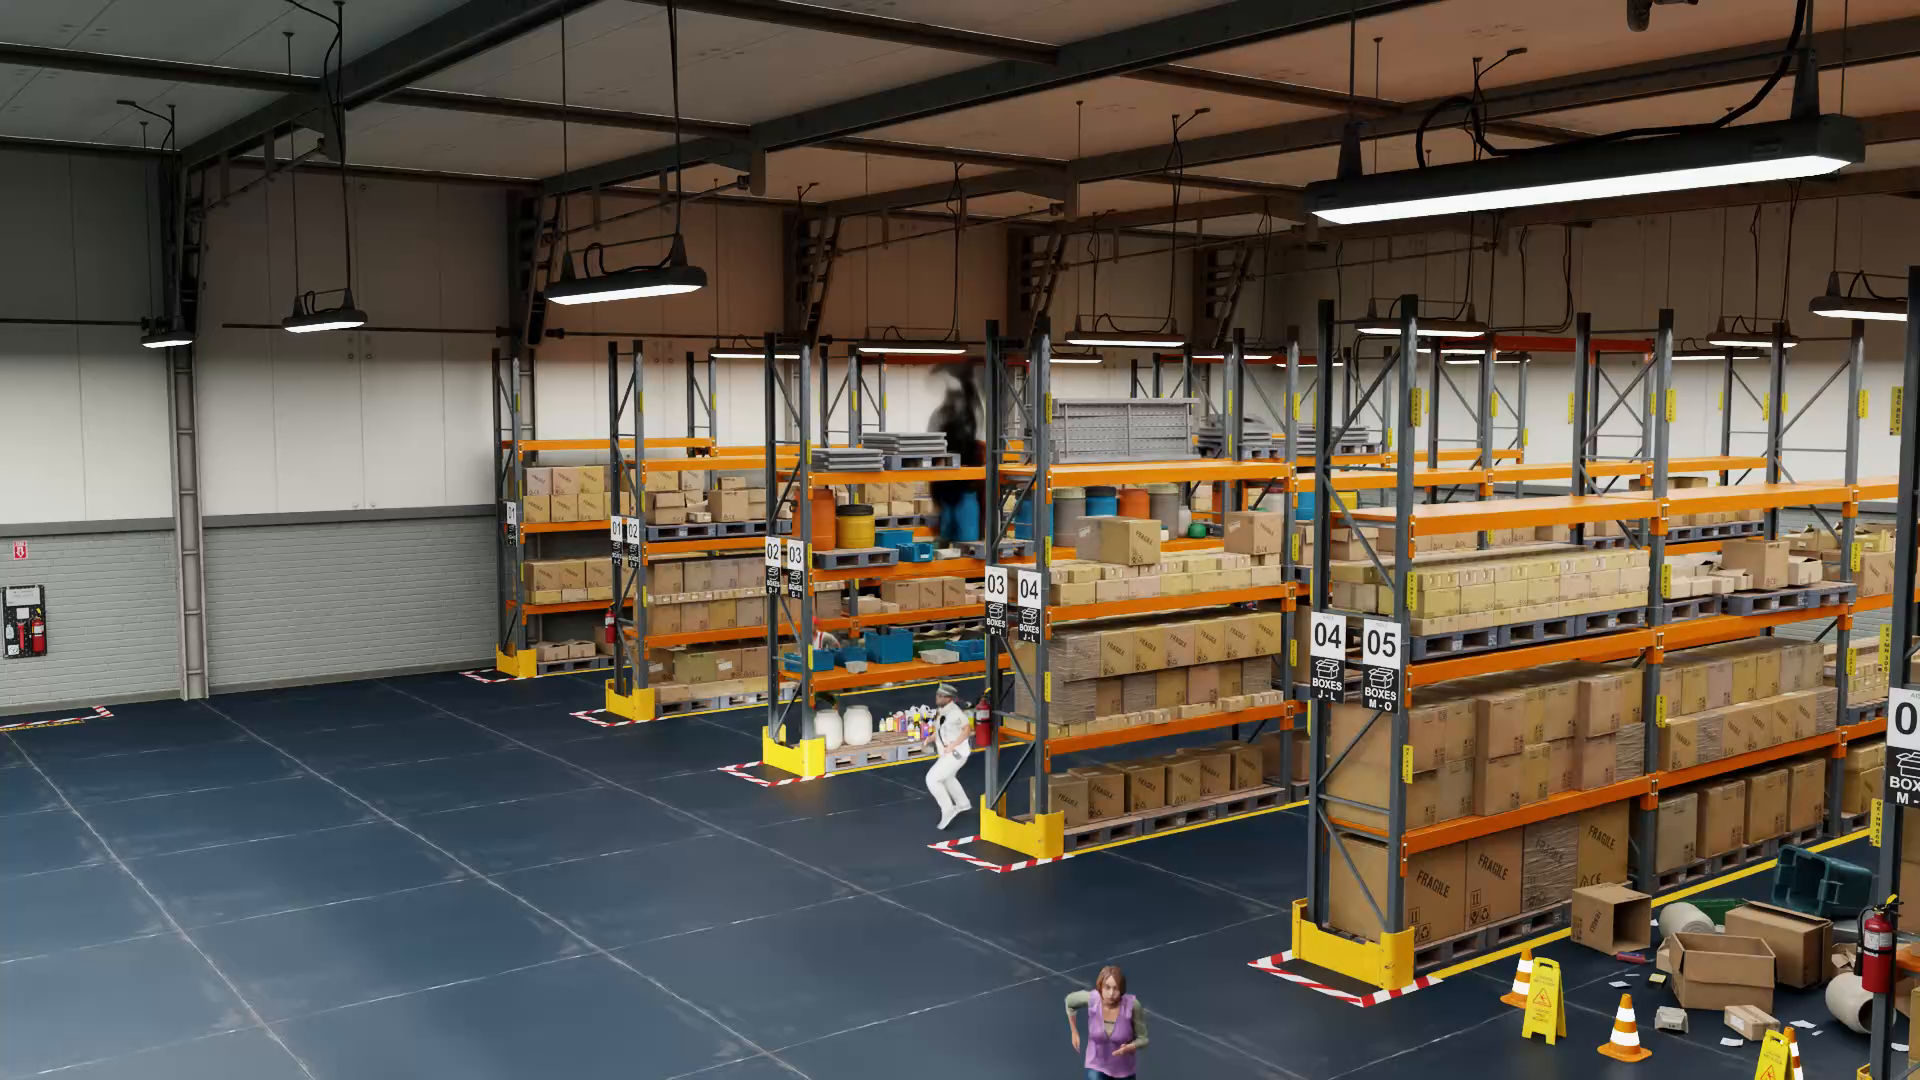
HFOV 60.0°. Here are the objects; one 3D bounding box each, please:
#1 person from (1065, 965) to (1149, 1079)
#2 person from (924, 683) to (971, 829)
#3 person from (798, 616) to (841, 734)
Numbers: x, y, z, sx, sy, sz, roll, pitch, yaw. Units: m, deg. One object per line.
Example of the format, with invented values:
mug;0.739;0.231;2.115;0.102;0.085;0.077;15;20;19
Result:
person;0.950;3.459;10.770;0.524;1.525;0.735;0;5;1
person;-0.110;2.568;20.026;0.700;1.751;0.838;-2;5;-17
person;-2.182;2.027;25.767;0.658;1.773;1.135;3;6;31
